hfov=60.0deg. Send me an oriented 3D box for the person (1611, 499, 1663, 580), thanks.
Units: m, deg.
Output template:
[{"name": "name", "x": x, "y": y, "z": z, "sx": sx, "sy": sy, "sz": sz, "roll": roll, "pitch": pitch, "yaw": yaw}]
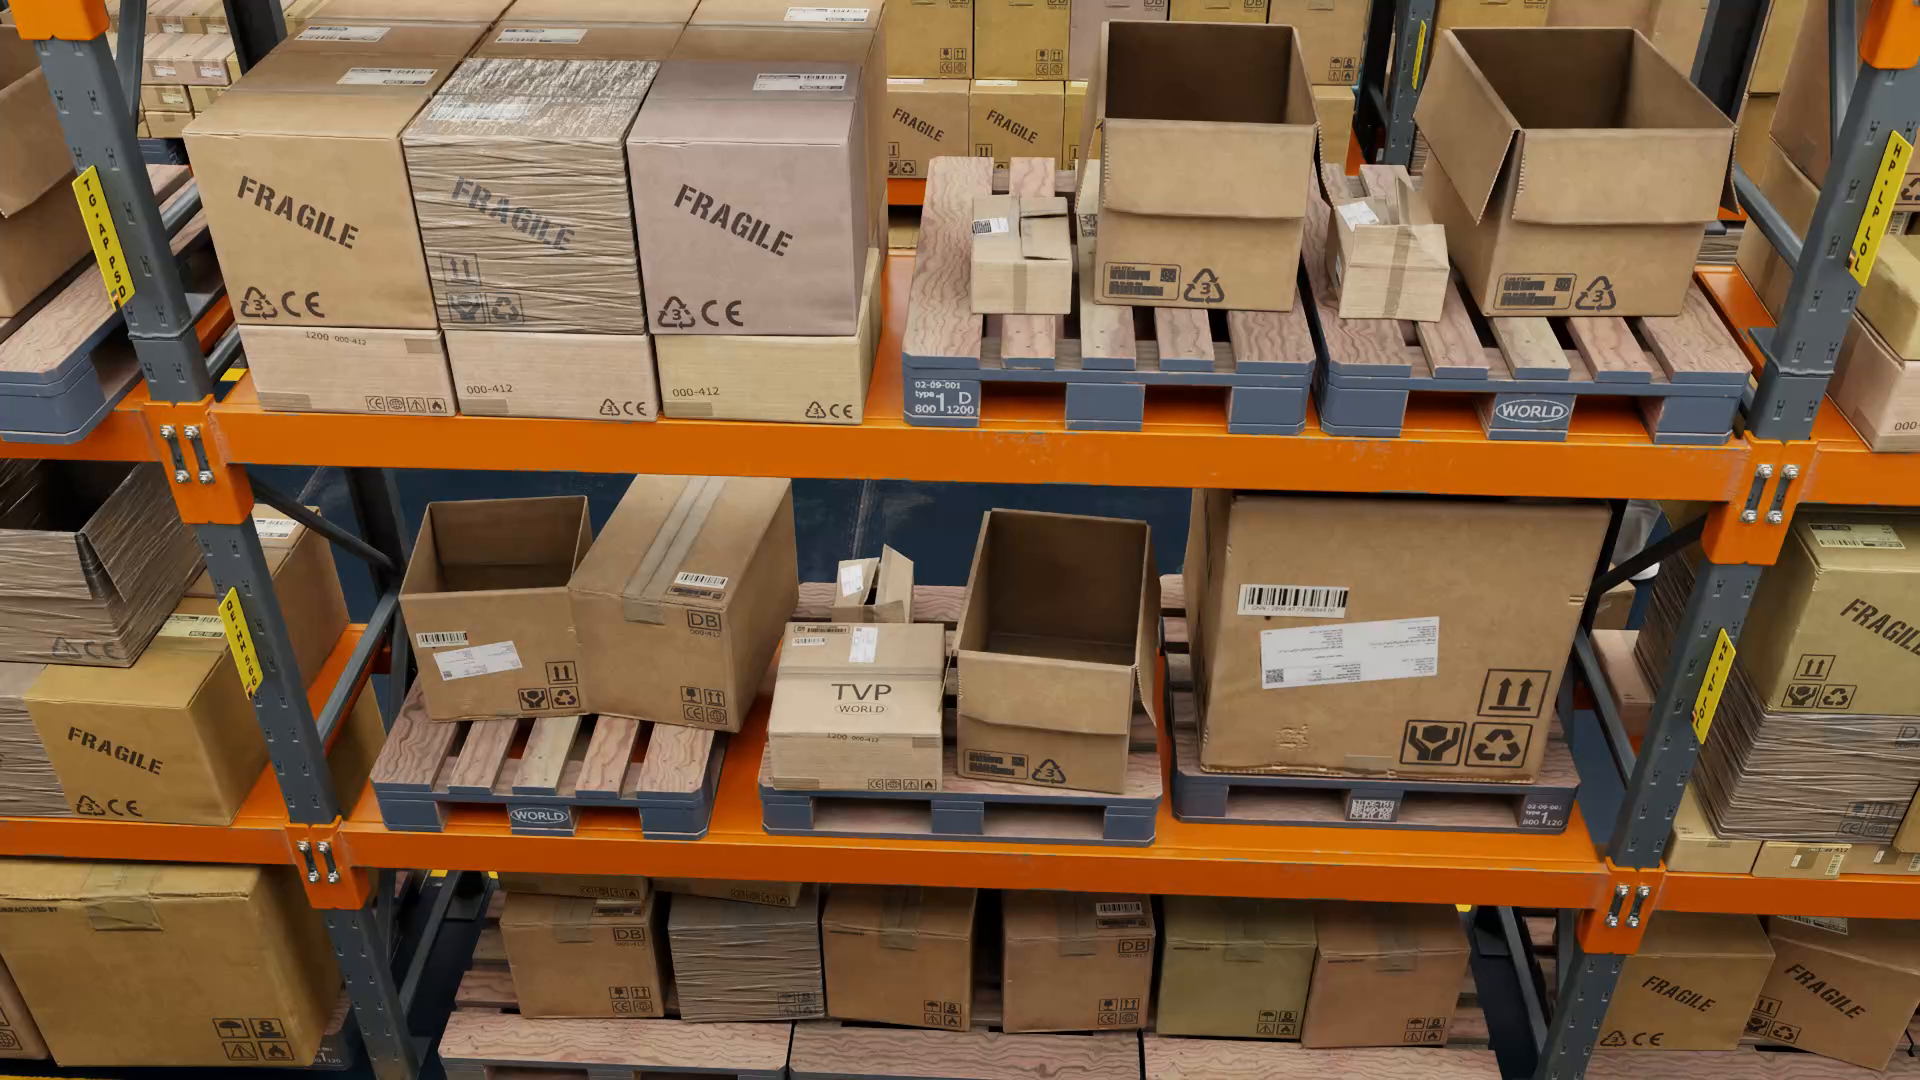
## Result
[{"name": "person", "x": 3.127, "y": -0.492, "z": 7.775, "sx": 0.675, "sy": 1.649, "sz": 0.447, "roll": -7, "pitch": 36, "yaw": -10}]
